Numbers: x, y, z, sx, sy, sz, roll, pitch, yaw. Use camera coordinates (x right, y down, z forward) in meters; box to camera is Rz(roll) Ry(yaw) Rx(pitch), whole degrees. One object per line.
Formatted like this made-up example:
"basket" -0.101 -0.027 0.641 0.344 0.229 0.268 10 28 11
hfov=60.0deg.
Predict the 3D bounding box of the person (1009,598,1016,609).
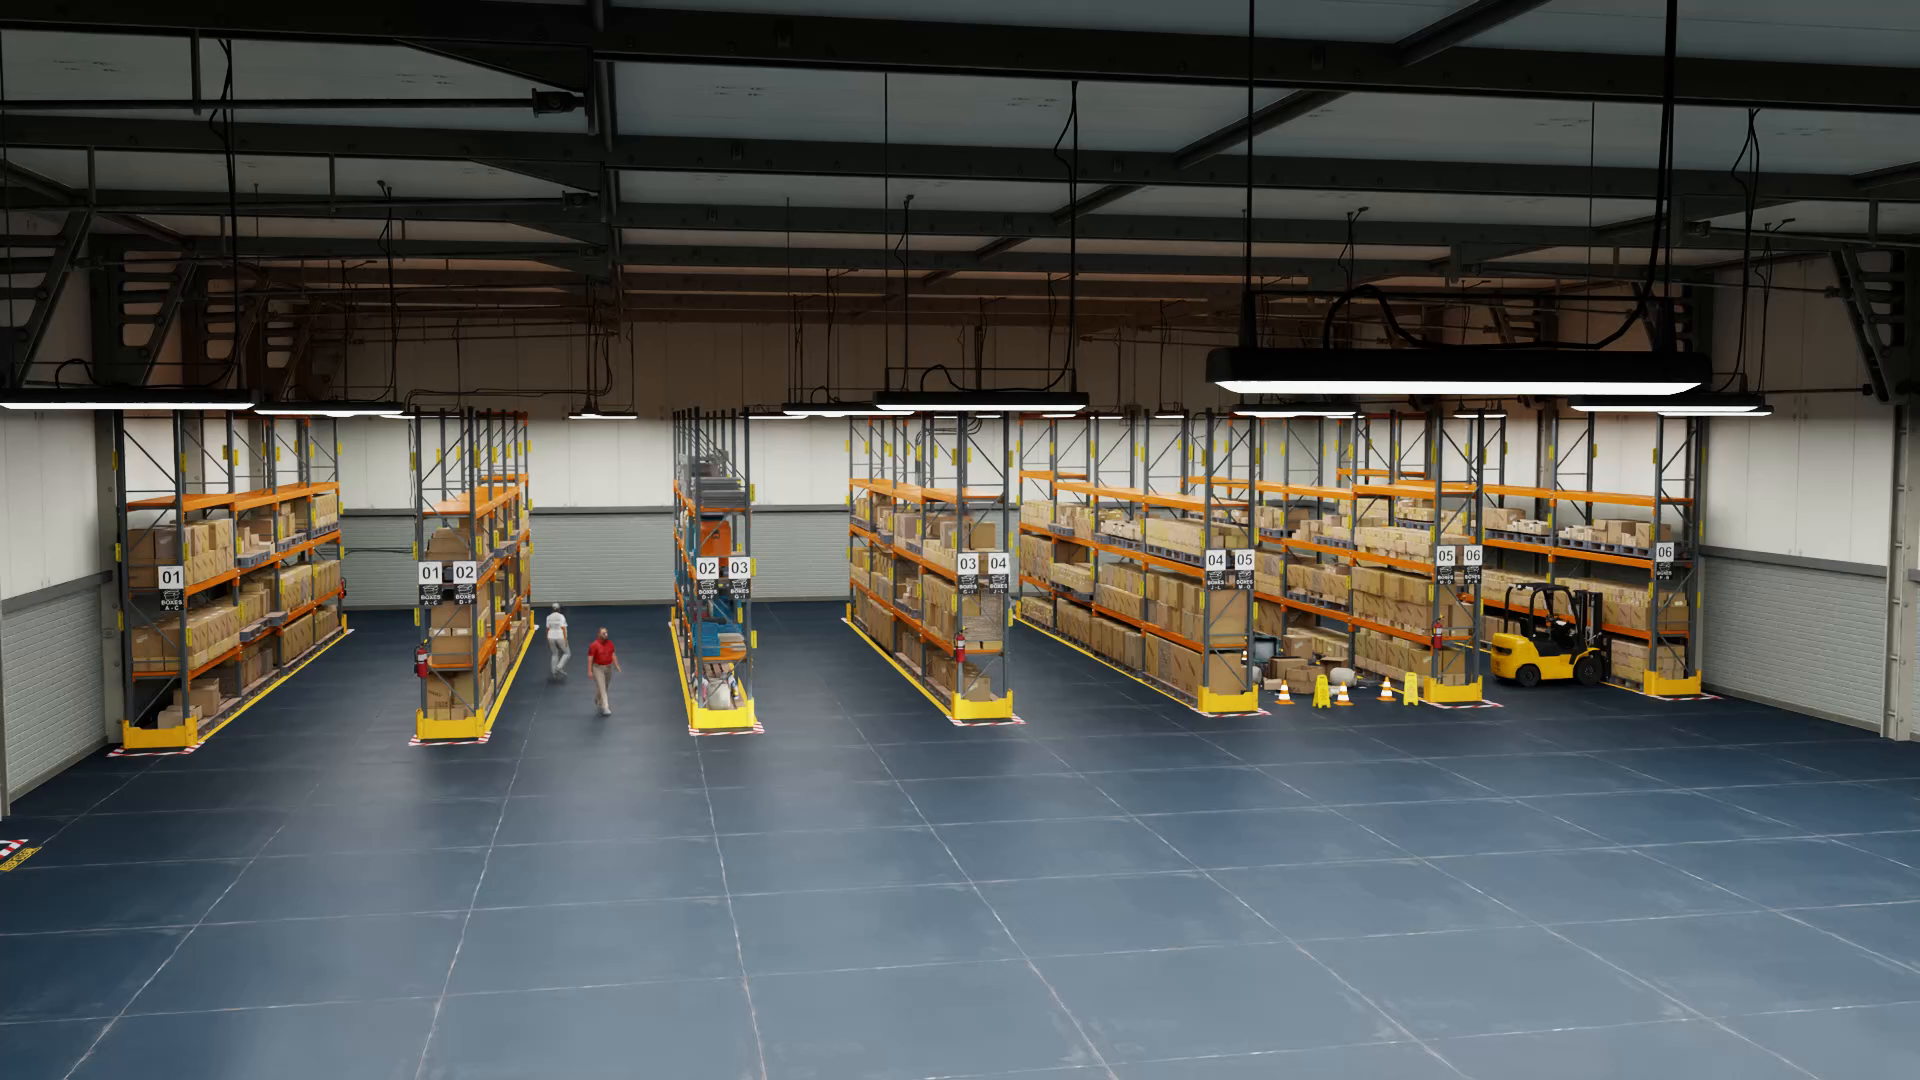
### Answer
"person" 1.262 1.300 49.735 0.838 1.758 0.571 -1 4 -7

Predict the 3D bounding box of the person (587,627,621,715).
"person" -7.022 2.543 32.697 0.619 1.660 1.126 -3 5 -36

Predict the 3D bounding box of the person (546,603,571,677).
"person" -9.024 2.247 37.244 0.537 1.657 0.525 1 4 15
